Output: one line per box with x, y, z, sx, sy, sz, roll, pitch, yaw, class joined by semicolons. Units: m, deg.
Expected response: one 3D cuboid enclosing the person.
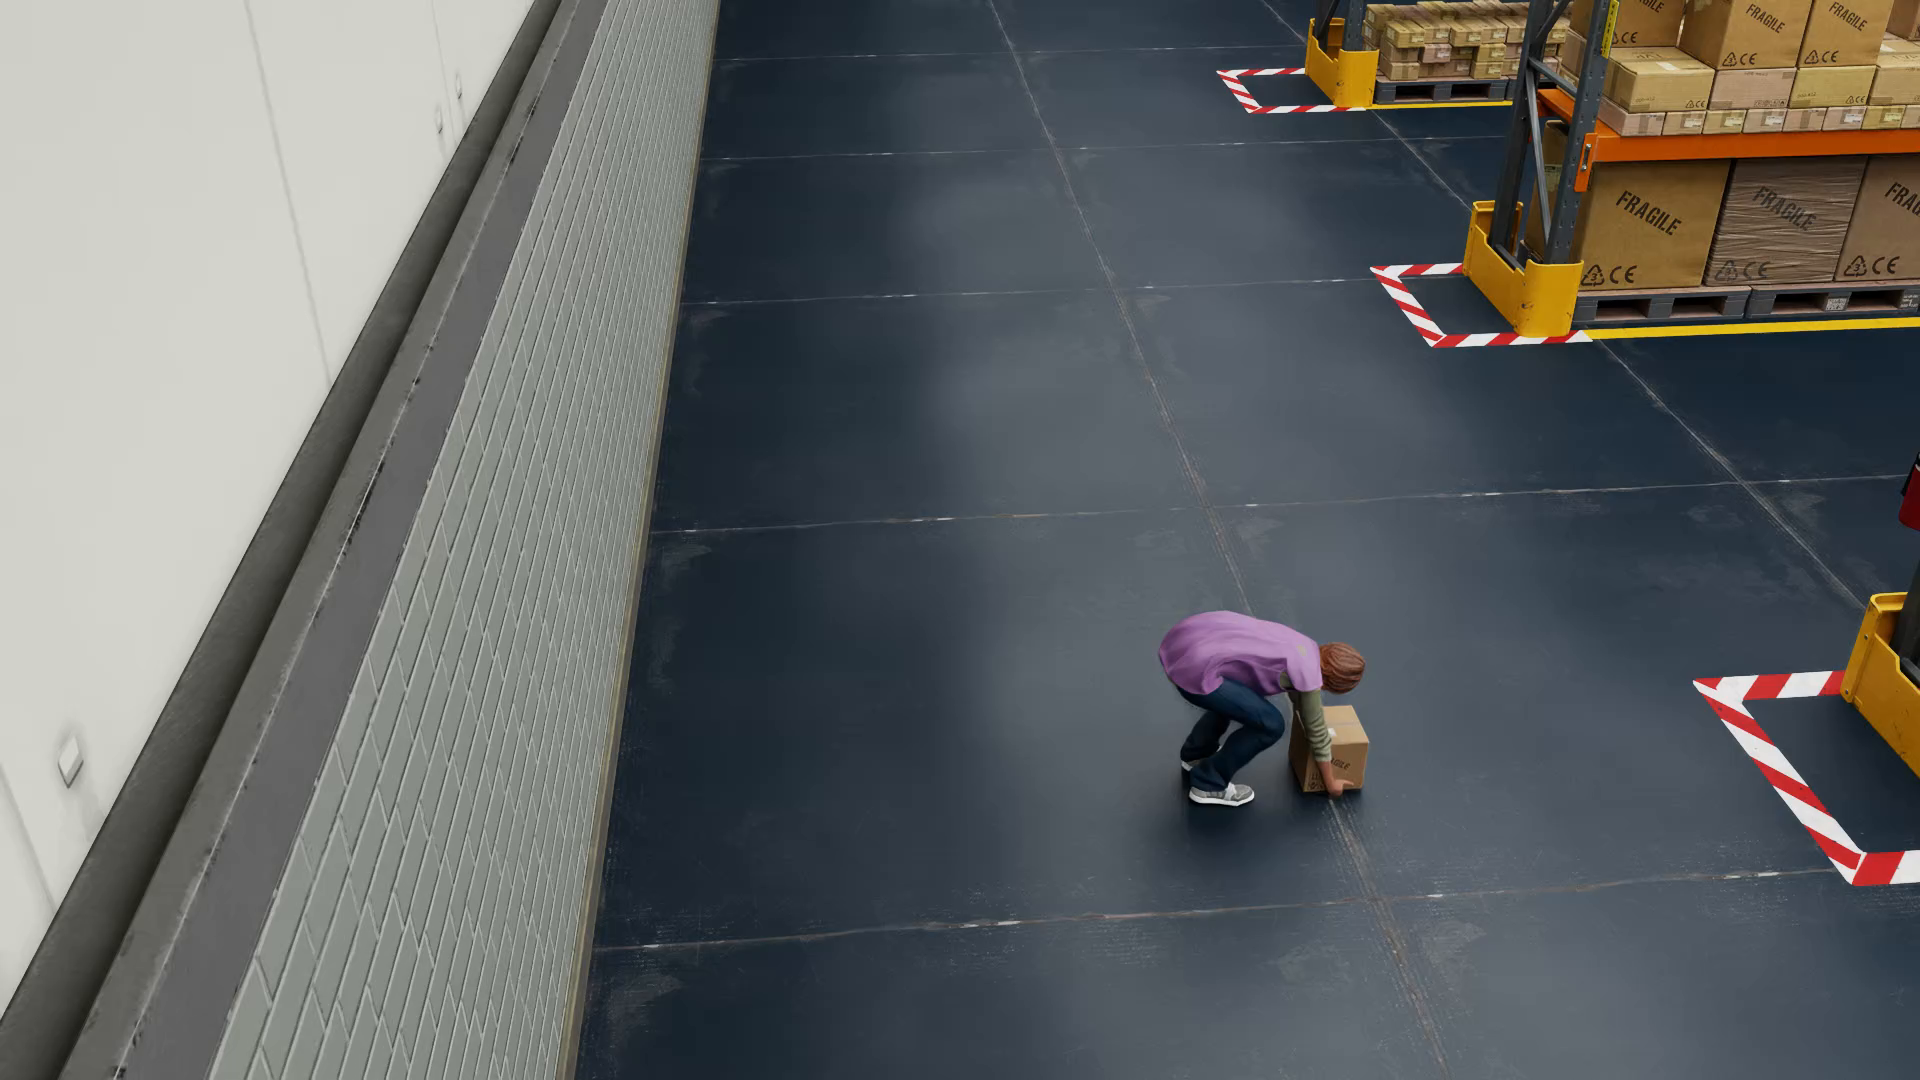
2.906;2.138;2.132;2.876;3.195;10.315;-4;32;-7;person
